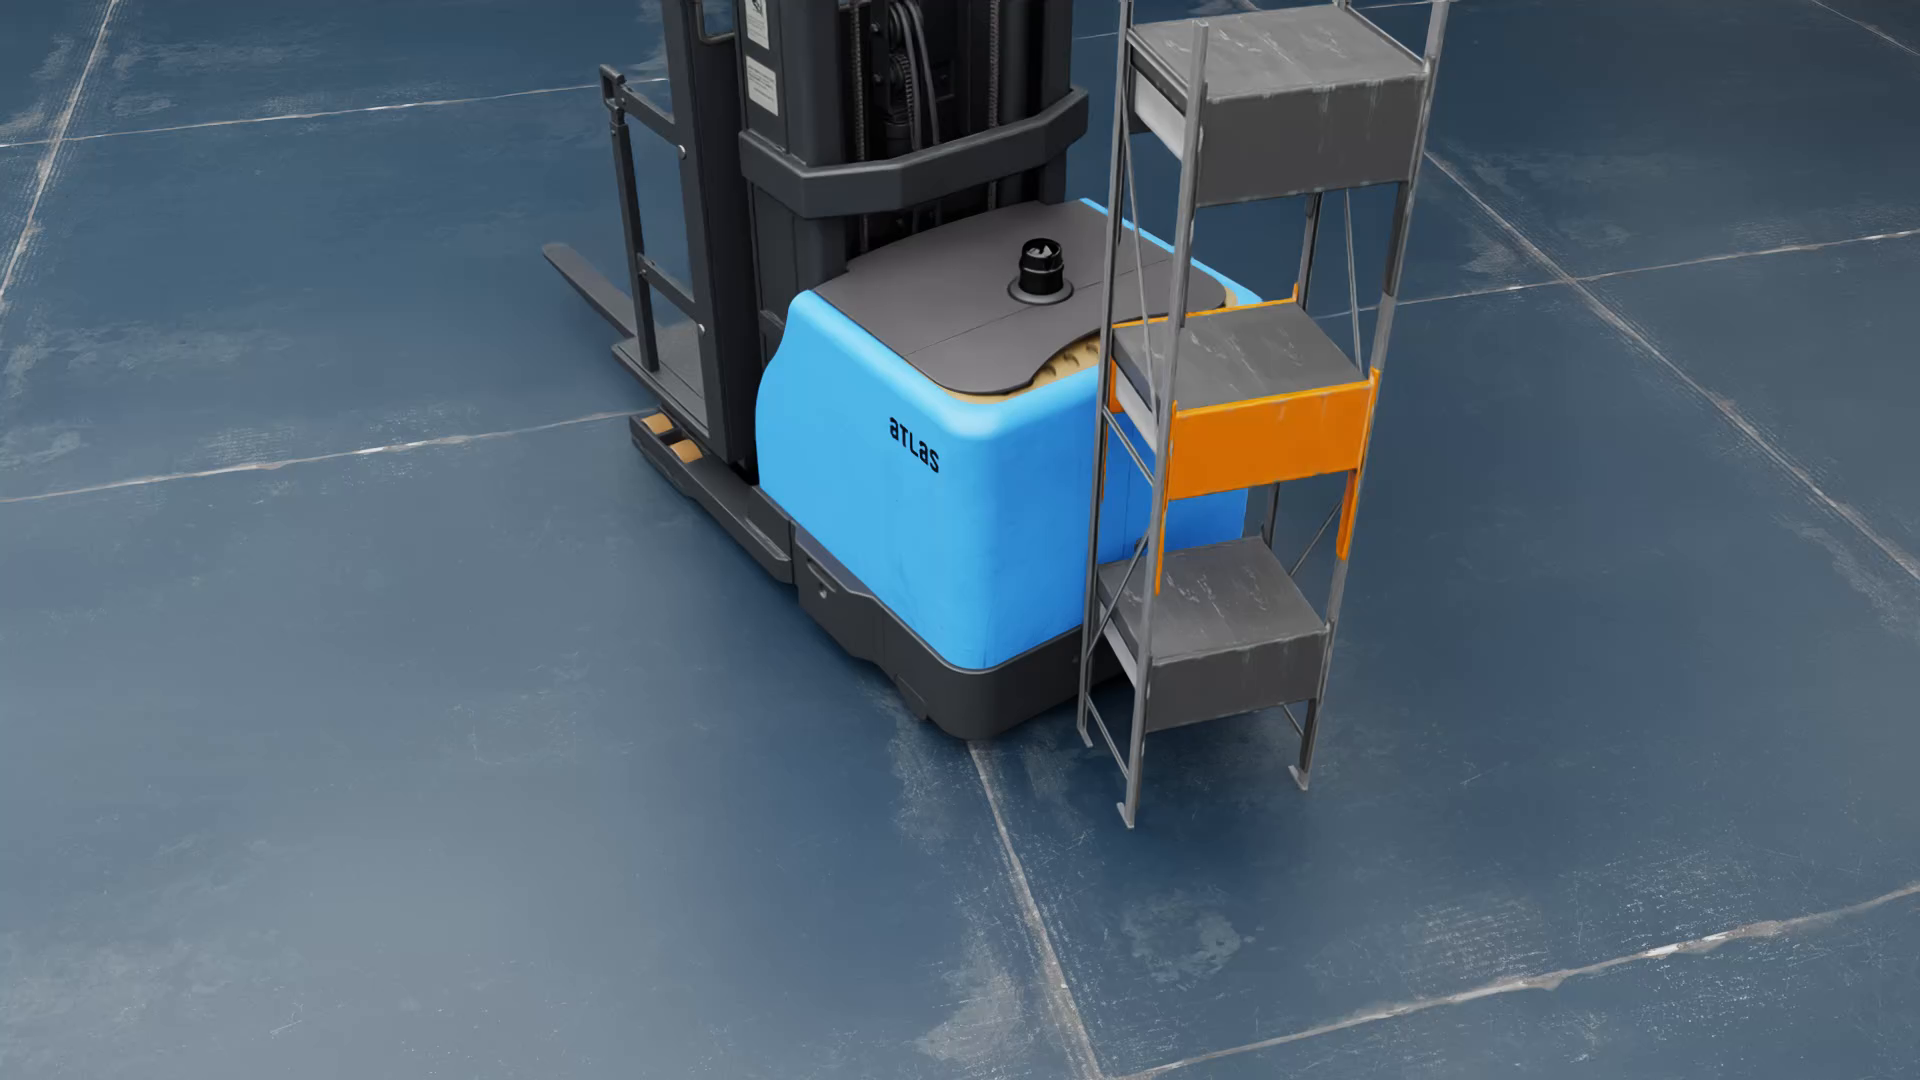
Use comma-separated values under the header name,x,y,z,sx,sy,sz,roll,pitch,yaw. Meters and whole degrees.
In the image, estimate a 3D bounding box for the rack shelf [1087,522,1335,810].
name,x,y,z,sx,sy,sz,roll,pitch,yaw
rack shelf,0.619,0.320,4.276,0.480,0.518,0.431,-10,38,-13

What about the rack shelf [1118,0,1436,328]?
name,x,y,z,sx,sy,sz,roll,pitch,yaw
rack shelf,0.621,-0.796,3.430,0.480,0.518,0.431,-10,38,-13

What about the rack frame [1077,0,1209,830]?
name,x,y,z,sx,sy,sz,roll,pitch,yaw
rack frame,0.386,-0.208,3.790,0.015,2.100,0.400,-10,38,-13

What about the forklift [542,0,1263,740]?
name,x,y,z,sx,sy,sz,roll,pitch,yaw
forklift,-0.444,-1.480,4.773,1.130,2.935,3.031,-24,43,-28

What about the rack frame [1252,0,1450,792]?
name,x,y,z,sx,sy,sz,roll,pitch,yaw
rack frame,0.854,-0.290,3.899,0.015,2.100,0.400,-10,38,-13

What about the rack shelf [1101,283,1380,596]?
name,x,y,z,sx,sy,sz,roll,pitch,yaw
rack shelf,0.620,-0.238,3.853,0.480,0.518,0.431,-10,38,-13

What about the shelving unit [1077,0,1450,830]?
name,x,y,z,sx,sy,sz,roll,pitch,yaw
shelving unit,0.620,-0.249,3.845,0.503,2.100,0.431,-10,38,-13
